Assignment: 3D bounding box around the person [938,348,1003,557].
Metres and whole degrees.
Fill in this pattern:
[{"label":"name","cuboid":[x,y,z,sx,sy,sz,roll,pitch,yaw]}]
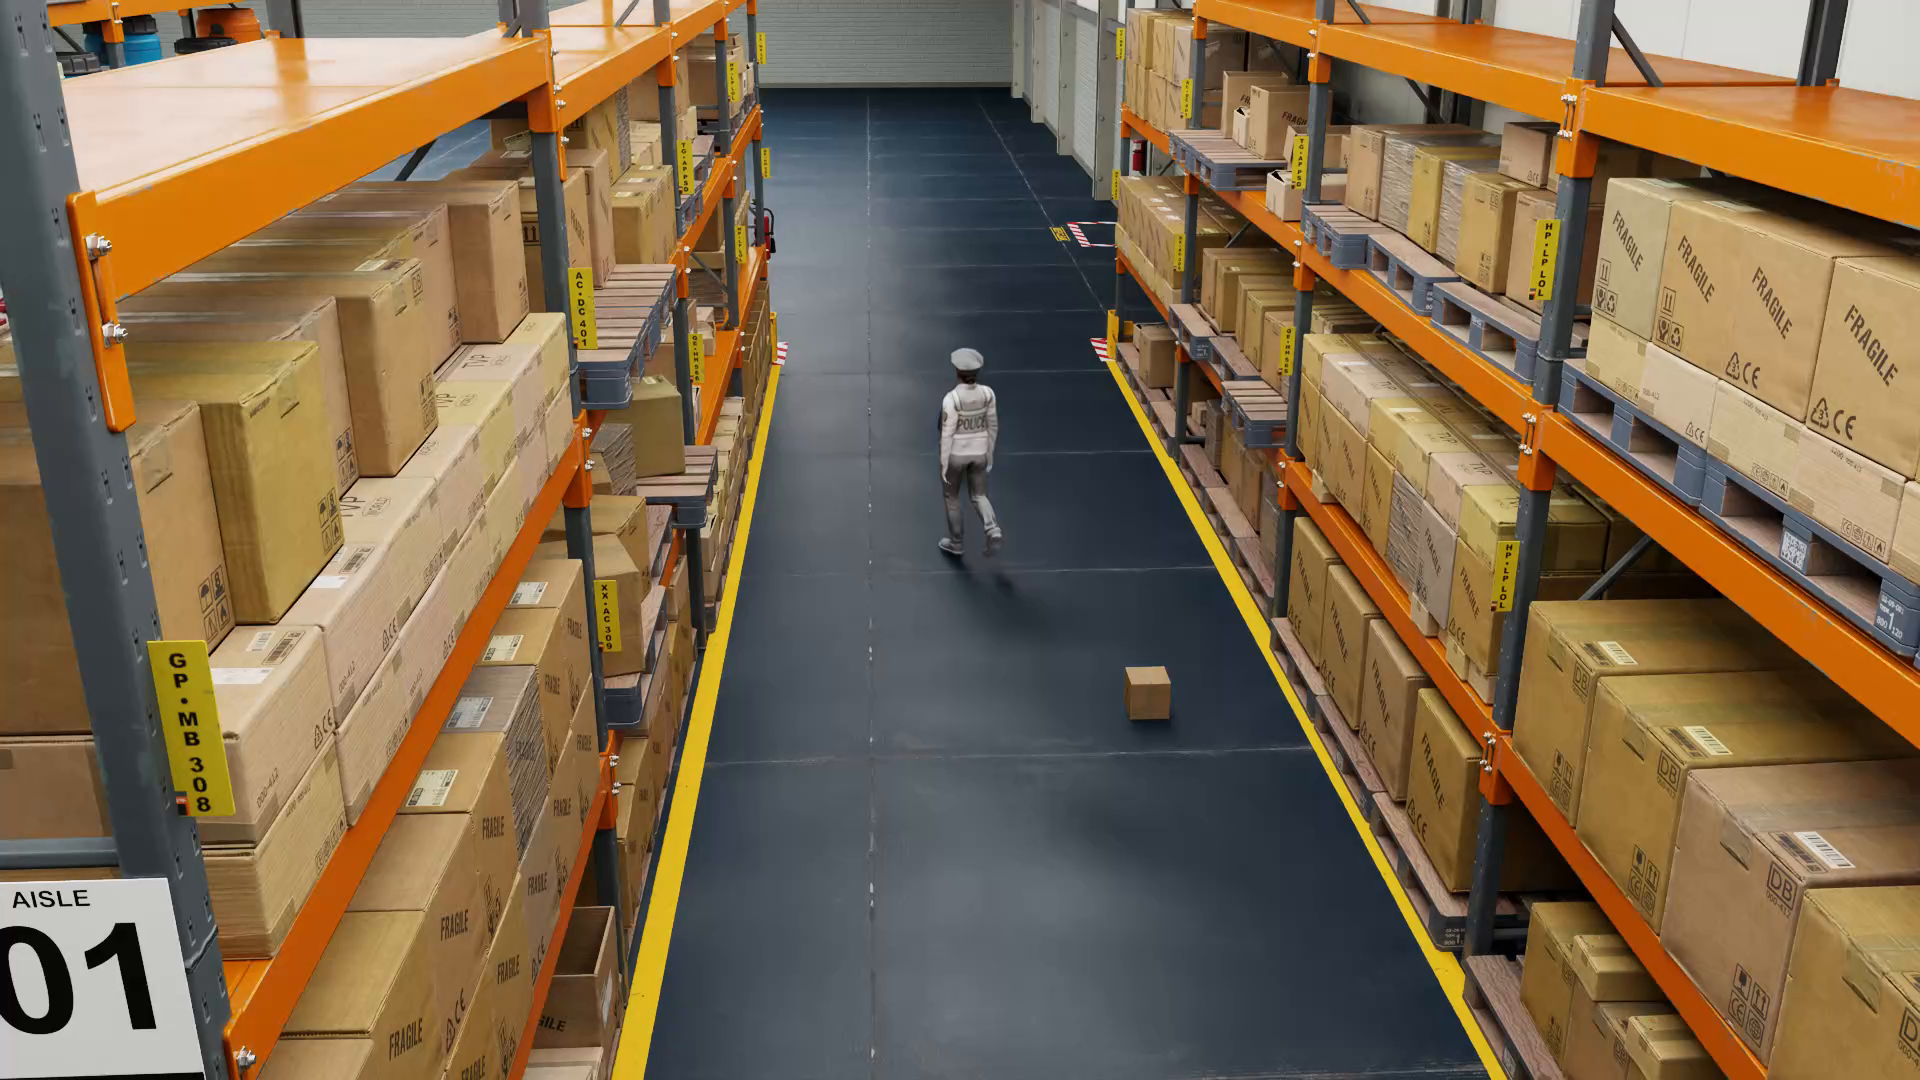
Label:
[{"label":"person","cuboid":[0.072,-0.642,12.710,0.491,1.666,0.710,-10,23,-25]}]
